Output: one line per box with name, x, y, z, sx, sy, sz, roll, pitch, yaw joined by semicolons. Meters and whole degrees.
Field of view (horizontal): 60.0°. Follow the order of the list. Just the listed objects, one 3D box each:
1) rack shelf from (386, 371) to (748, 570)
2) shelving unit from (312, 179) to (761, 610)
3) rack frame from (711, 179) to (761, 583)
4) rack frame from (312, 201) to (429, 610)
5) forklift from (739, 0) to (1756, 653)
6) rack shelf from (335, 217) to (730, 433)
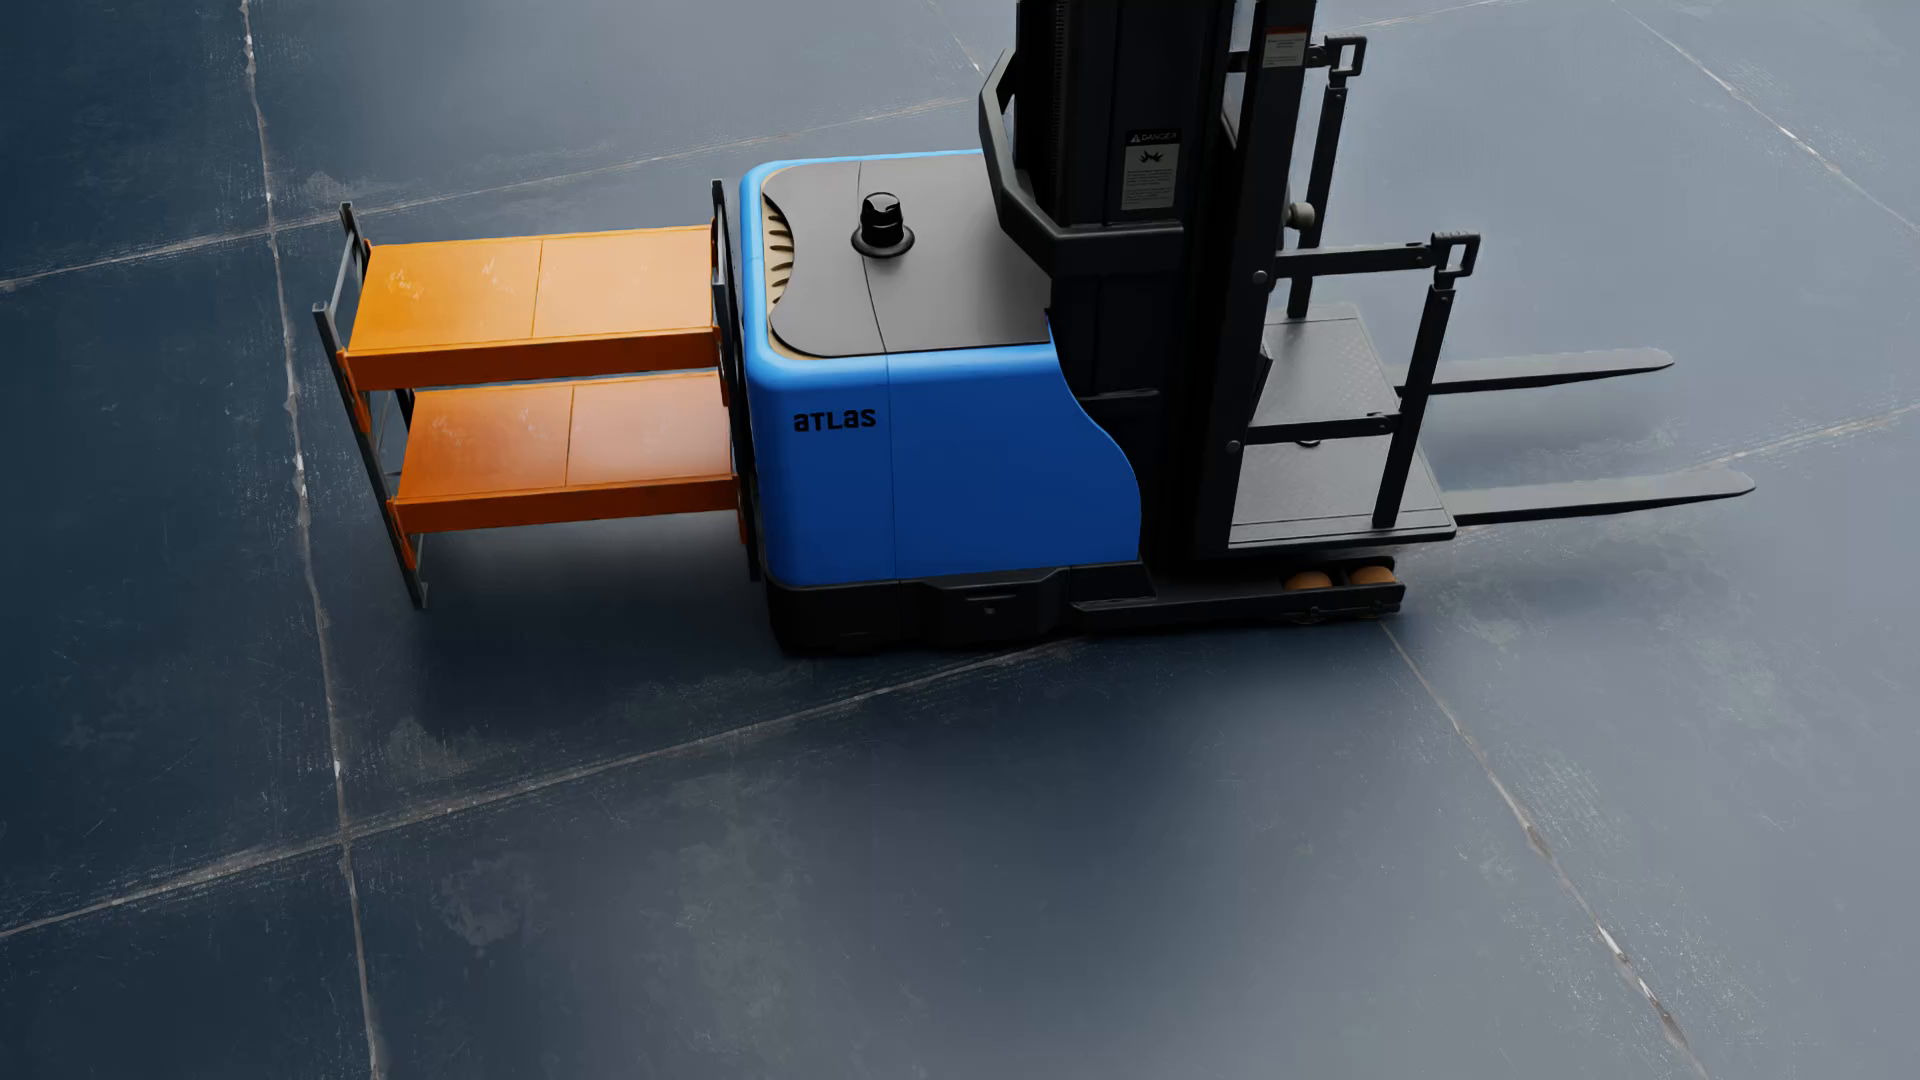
rack shelf;-1.161;-0.229;5.029;1.000;0.278;0.538;-5;45;-4
shelving unit;-1.161;-0.402;4.856;1.048;1.125;0.538;-5;45;-4
rack frame;-0.656;-0.442;4.896;0.032;1.125;0.500;-5;45;-4
rack frame;-1.666;-0.362;4.816;0.032;1.125;0.500;-5;45;-4
forklift;0.900;-1.153;4.330;3.031;2.935;1.130;-5;45;-4
rack shelf;-1.161;-0.608;4.649;1.000;0.278;0.538;-5;45;-4
